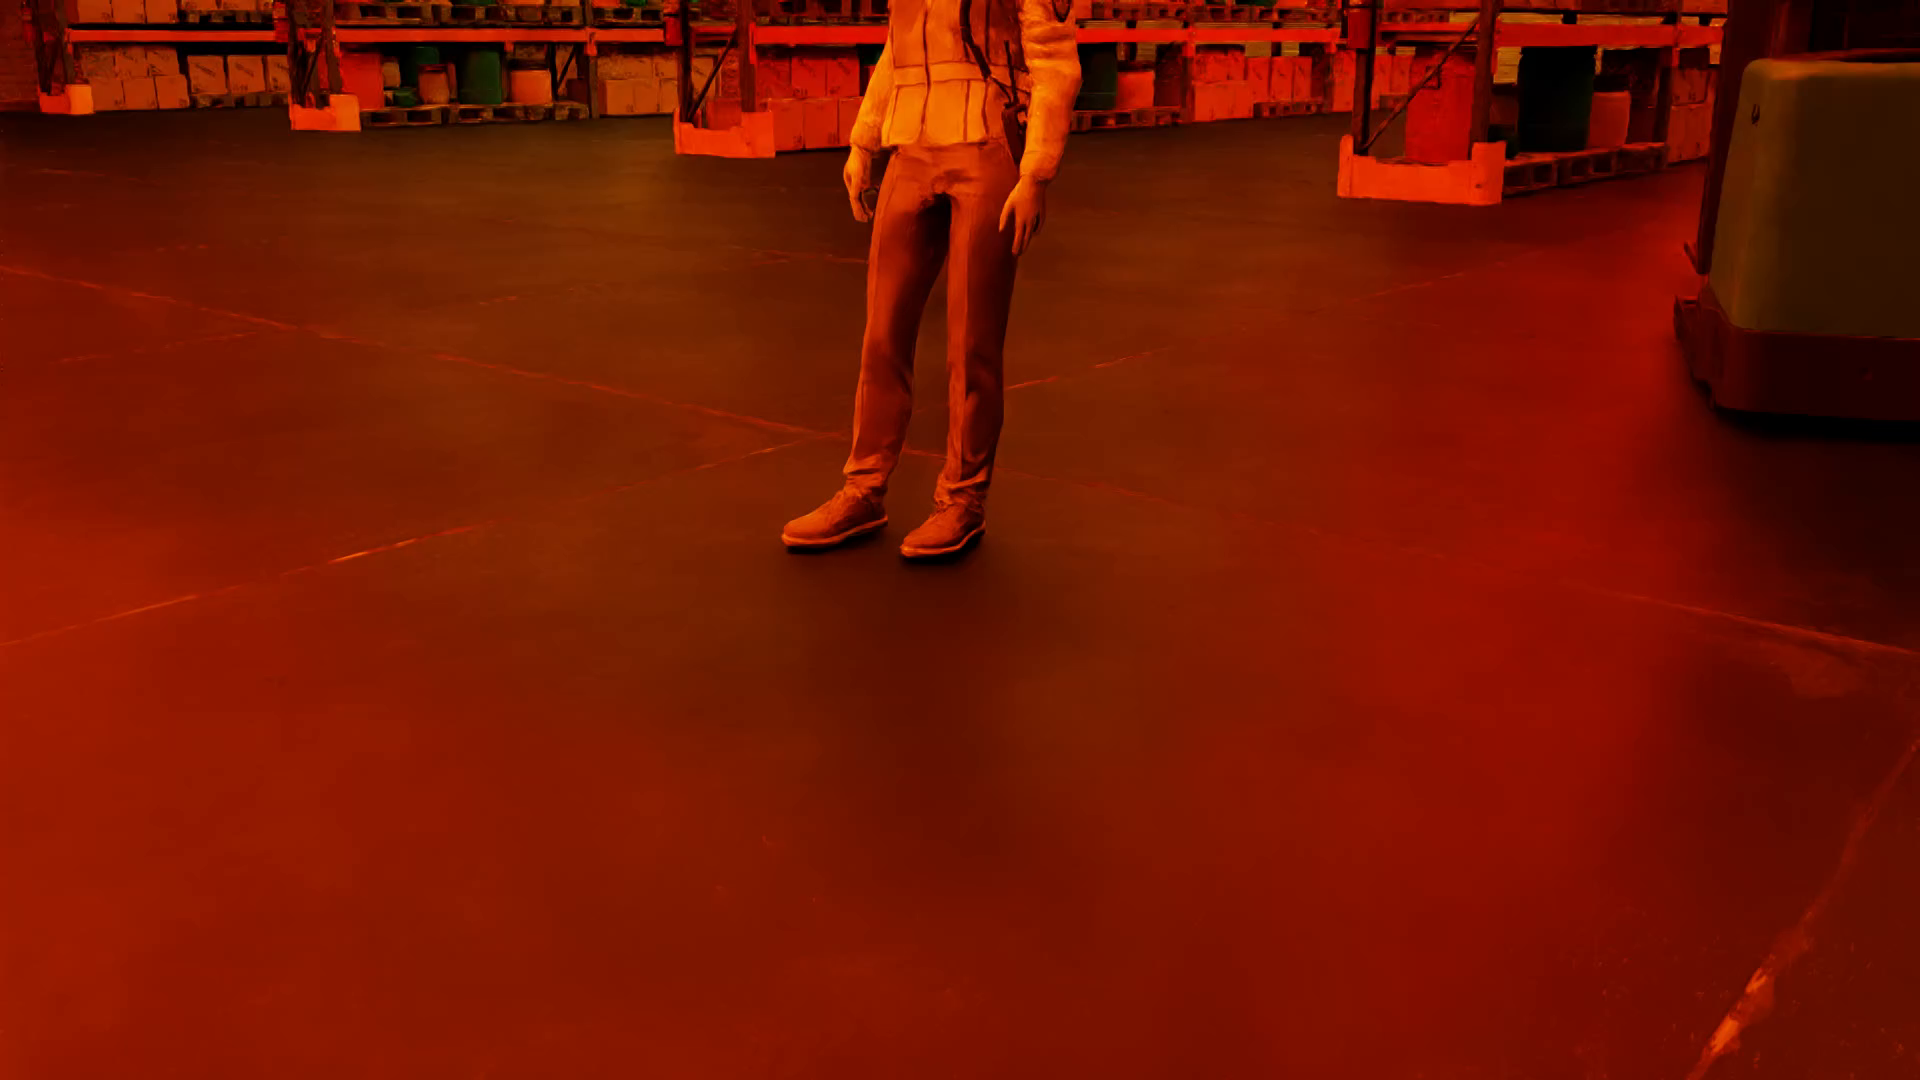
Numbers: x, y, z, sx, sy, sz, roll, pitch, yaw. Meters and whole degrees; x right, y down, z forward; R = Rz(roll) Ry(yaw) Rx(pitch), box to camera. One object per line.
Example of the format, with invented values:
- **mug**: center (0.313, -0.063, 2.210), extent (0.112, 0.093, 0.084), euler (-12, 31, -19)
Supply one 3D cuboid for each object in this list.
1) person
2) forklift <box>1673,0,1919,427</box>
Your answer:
- **person**: center (-0.049, -0.804, 3.648), extent (0.586, 1.695, 0.532), euler (13, 21, 37)
- **forklift**: center (3.272, -2.087, 5.771), extent (1.130, 2.935, 3.031), euler (6, 18, 19)
